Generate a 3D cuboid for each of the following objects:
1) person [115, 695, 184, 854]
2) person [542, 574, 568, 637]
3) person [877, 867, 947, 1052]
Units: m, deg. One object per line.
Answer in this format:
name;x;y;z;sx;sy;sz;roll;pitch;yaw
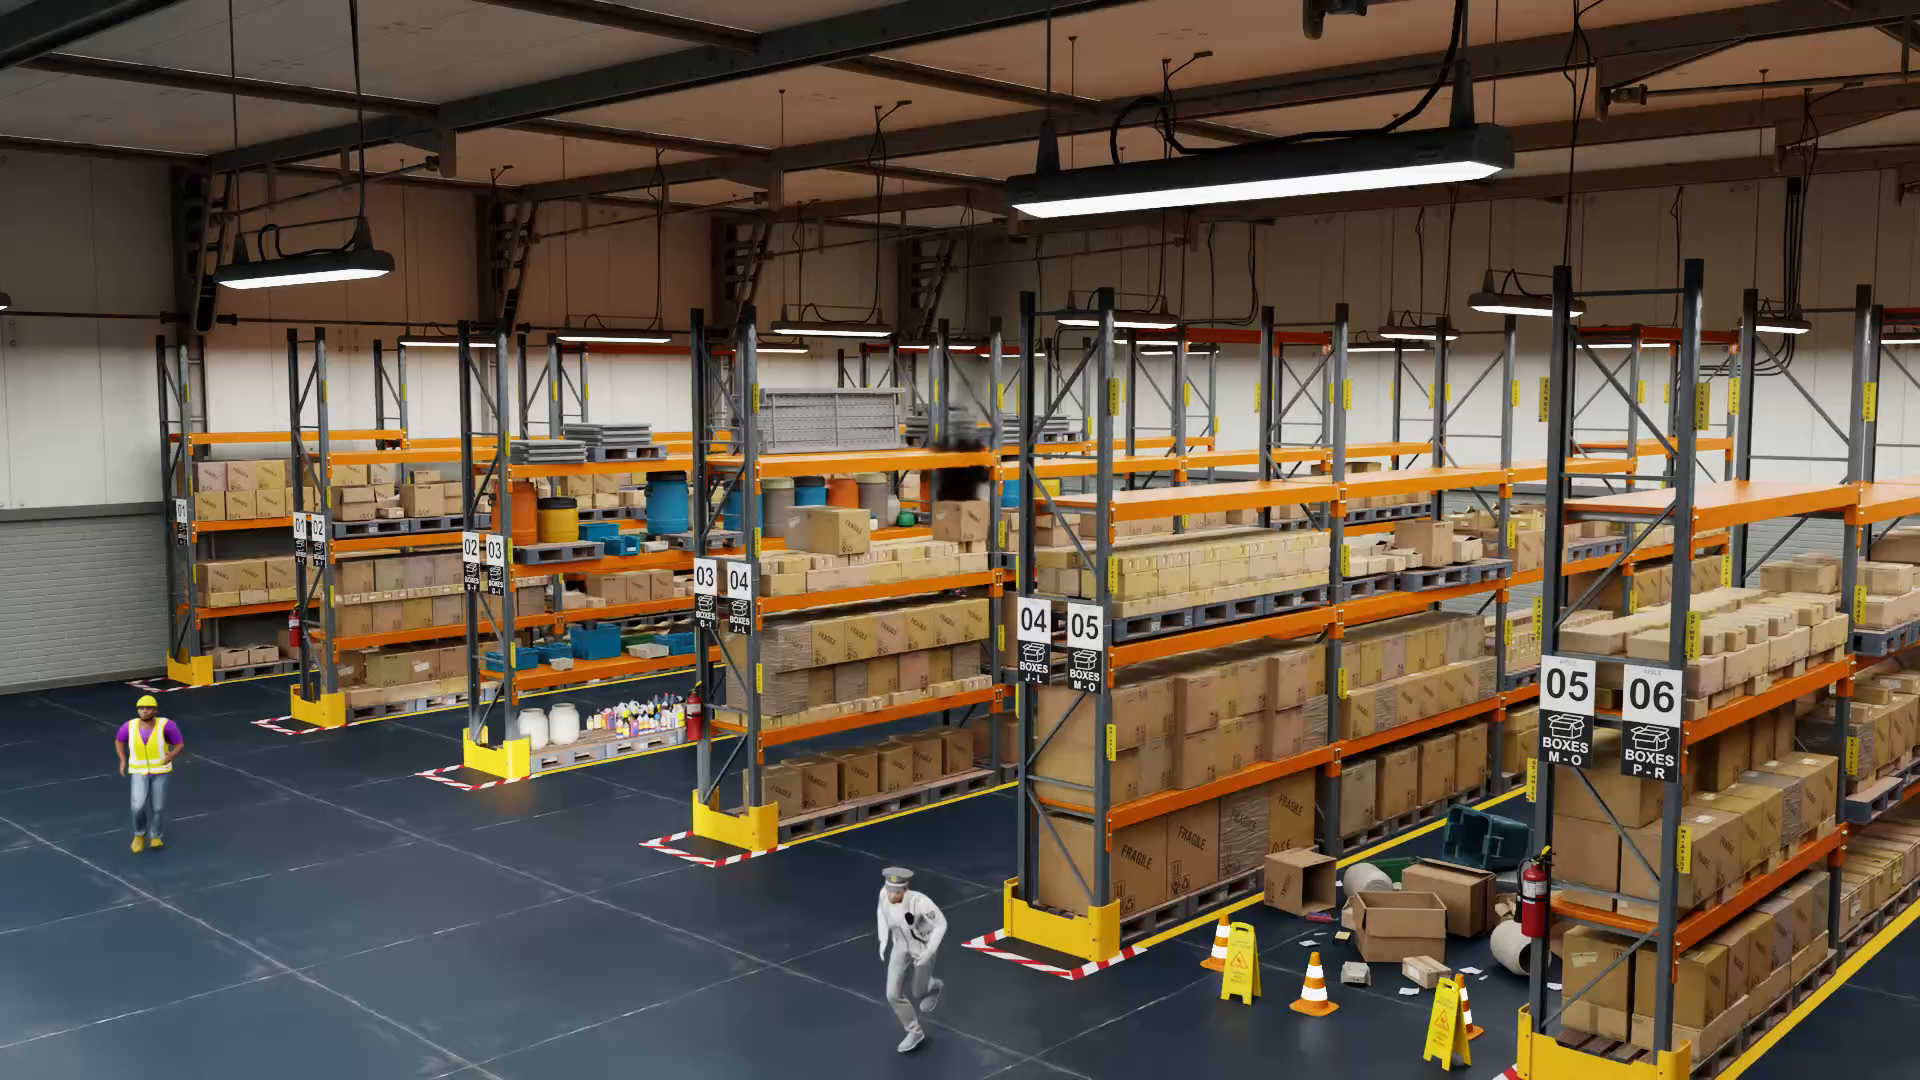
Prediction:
person;-8.911;2.575;18.300;0.697;1.753;0.672;-2;6;-22
person;-7.532;1.365;31.161;0.630;1.837;0.789;4;7;38
person;-0.332;3.216;13.069;0.628;1.490;0.985;2;6;24
